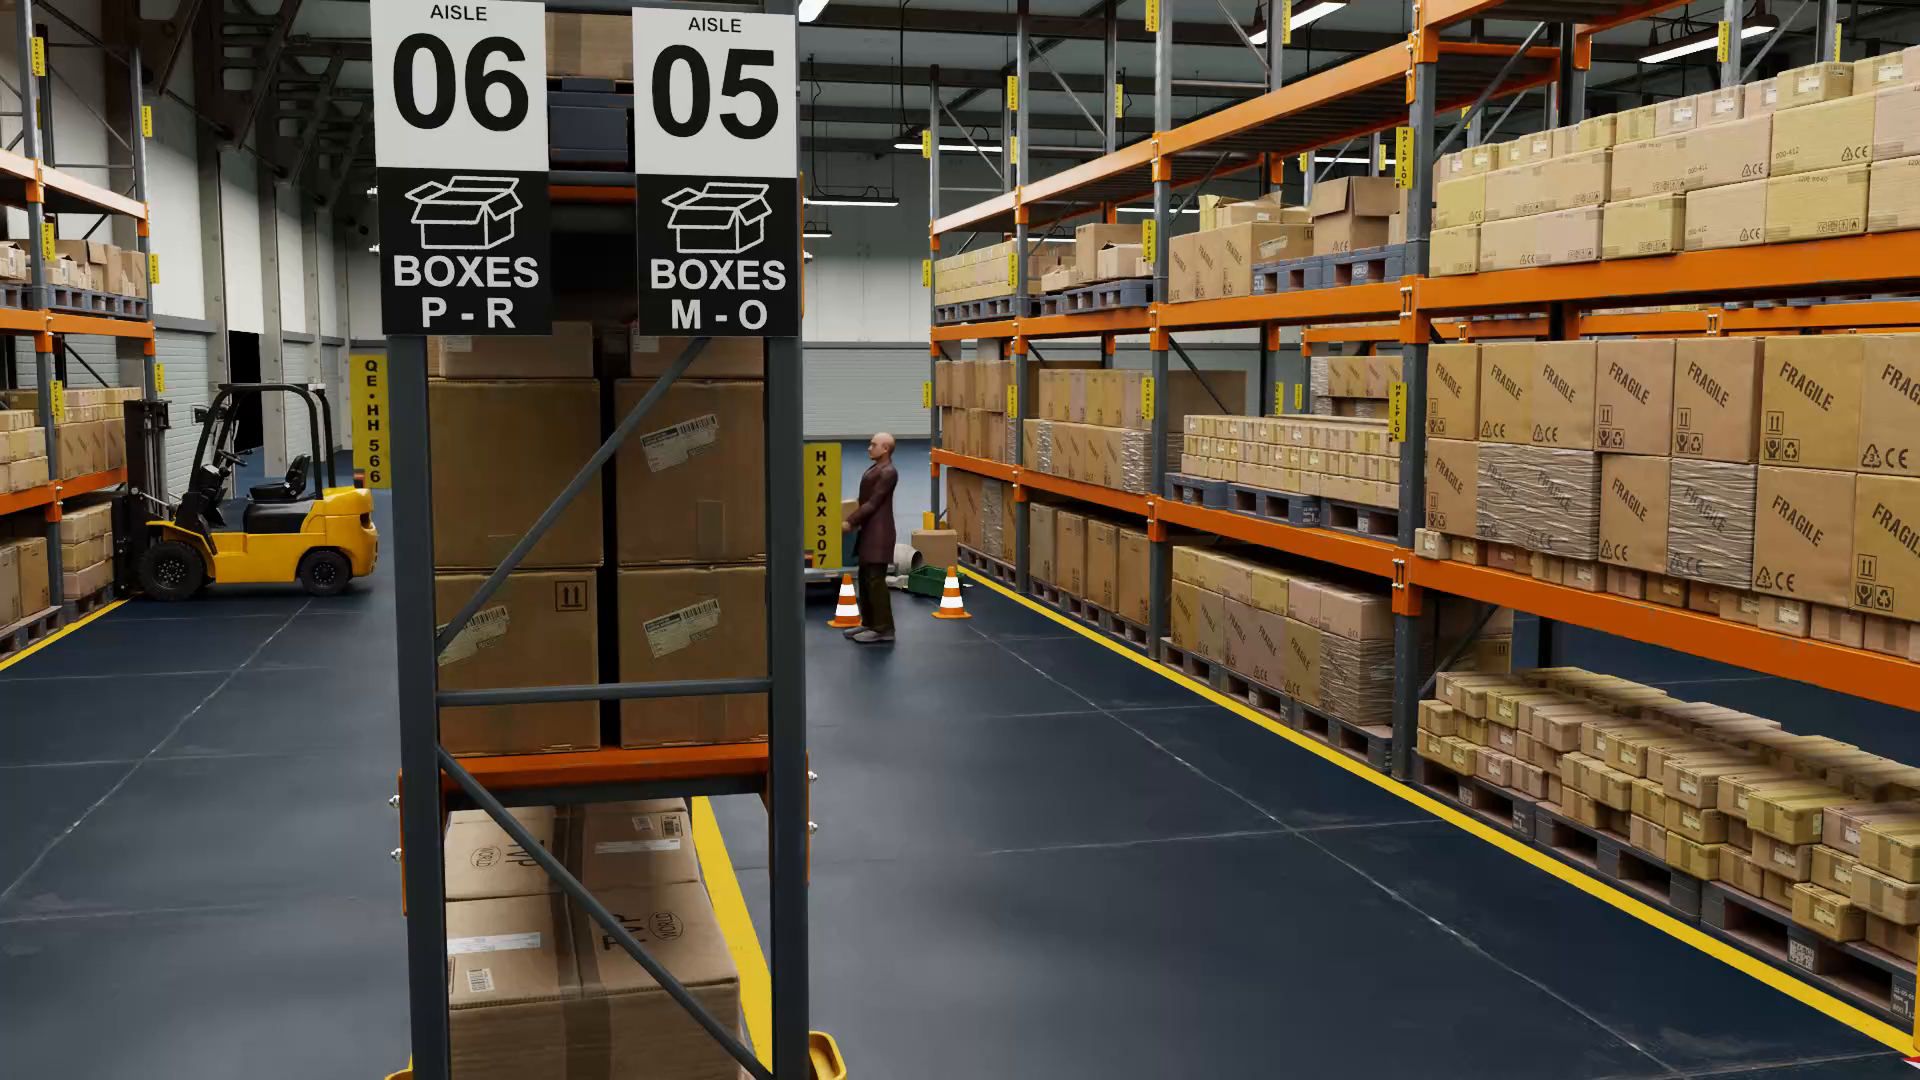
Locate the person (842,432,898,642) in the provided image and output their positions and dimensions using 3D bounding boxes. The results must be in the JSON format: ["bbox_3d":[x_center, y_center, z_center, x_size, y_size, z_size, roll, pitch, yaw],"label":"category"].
[{"bbox_3d":[-0.816,-0.028,14.180,0.558,1.773,0.528,-1,6,-13],"label":"person"}]
